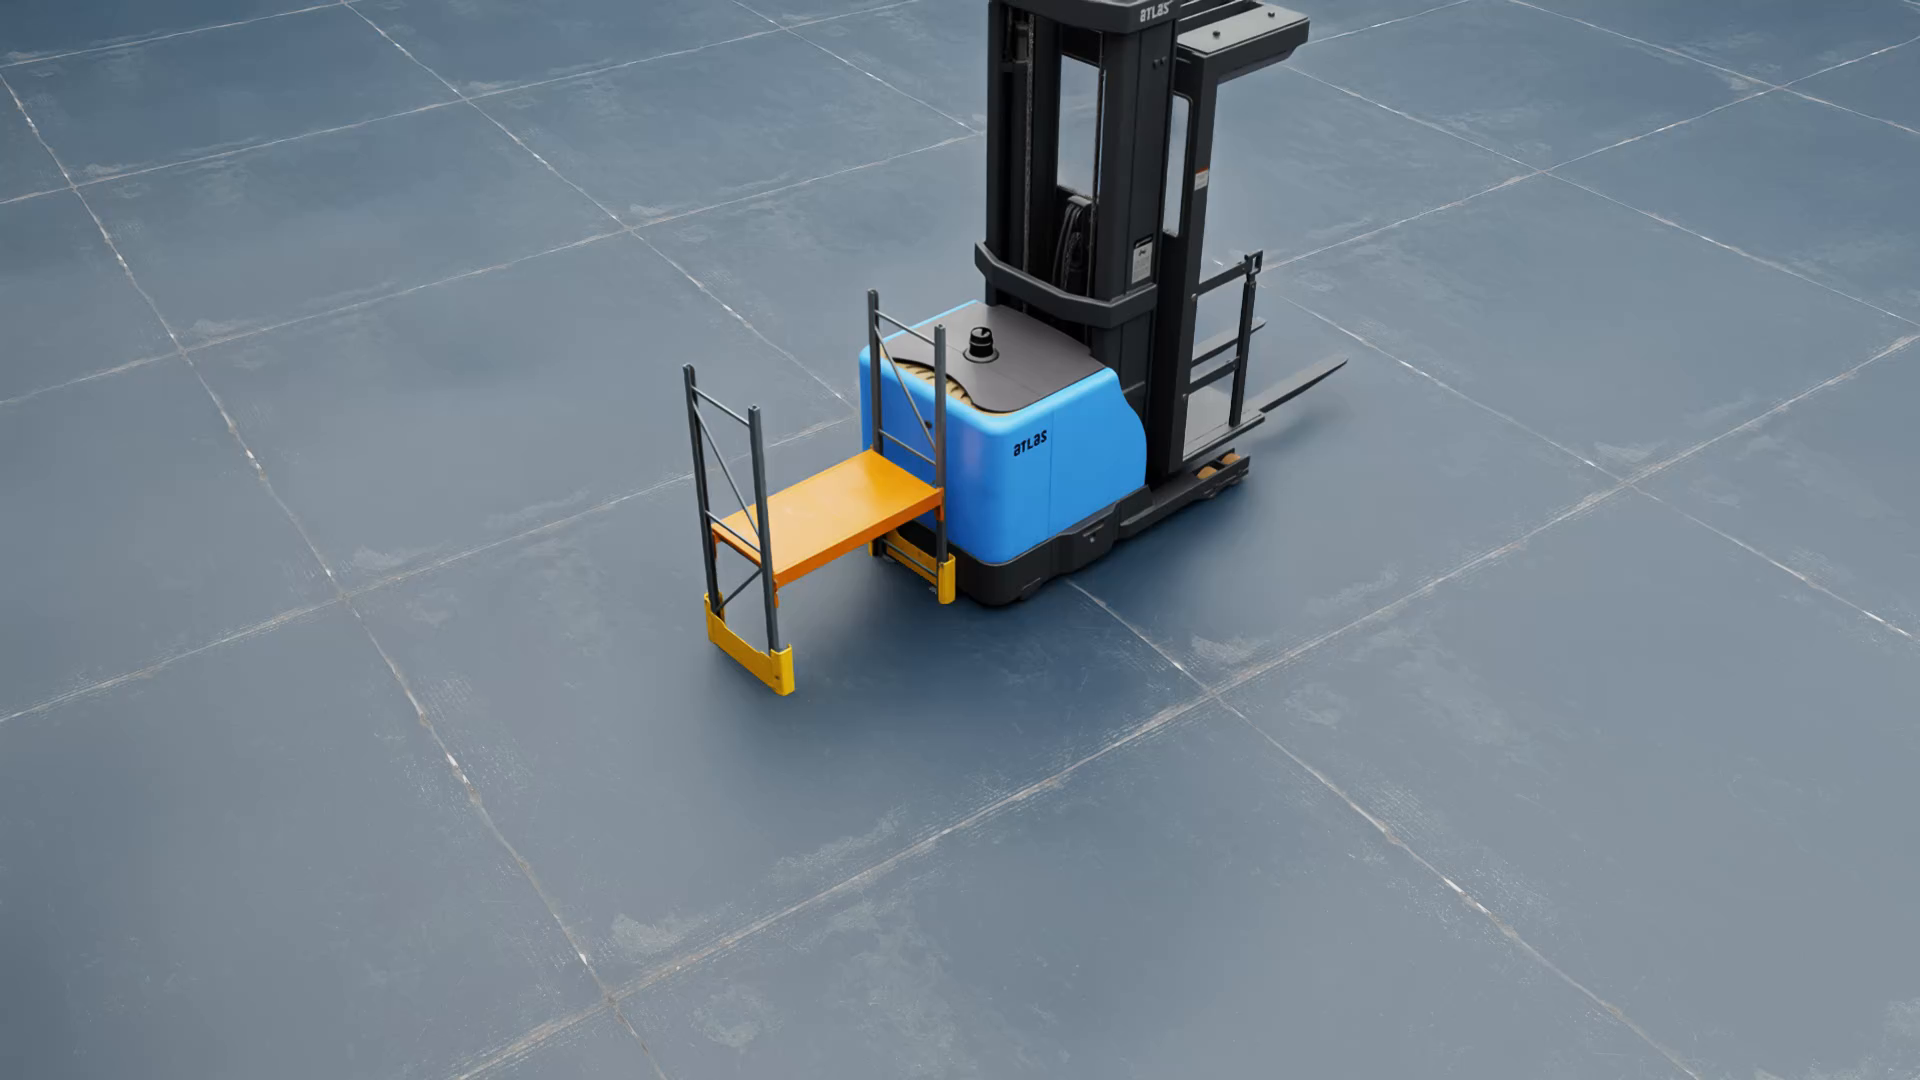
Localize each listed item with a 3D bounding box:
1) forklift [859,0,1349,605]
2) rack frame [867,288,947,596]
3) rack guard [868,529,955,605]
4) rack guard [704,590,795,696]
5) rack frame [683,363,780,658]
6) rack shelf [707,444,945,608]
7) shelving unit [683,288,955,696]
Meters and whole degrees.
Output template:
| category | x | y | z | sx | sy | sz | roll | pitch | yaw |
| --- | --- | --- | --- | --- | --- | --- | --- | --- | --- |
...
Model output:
| category | x | y | z | sx | sy | sz | roll | pitch | yaw |
| --- | --- | --- | --- | --- | --- | --- | --- | --- | --- |
| forklift | 0.922 | -1.615 | 8.298 | 3.031 | 2.935 | 1.130 | -28 | 44 | -33 |
| rack frame | -0.243 | -0.429 | 7.875 | 0.032 | 1.500 | 0.500 | -28 | 44 | -33 |
| rack guard | -0.244 | 0.079 | 8.240 | 0.087 | 0.250 | 0.587 | -28 | 44 | -33 |
| rack guard | -0.977 | 0.472 | 7.692 | 0.087 | 0.250 | 0.587 | -28 | 44 | -33 |
| rack frame | -0.991 | -0.027 | 7.317 | 0.032 | 1.500 | 0.500 | -28 | 44 | -33 |
| rack shelf | -0.617 | -0.082 | 7.701 | 1.000 | 0.185 | 0.538 | -28 | 44 | -33 |
| shelving unit | -0.610 | -0.232 | 7.601 | 1.083 | 1.500 | 0.587 | -28 | 44 | -33 |
